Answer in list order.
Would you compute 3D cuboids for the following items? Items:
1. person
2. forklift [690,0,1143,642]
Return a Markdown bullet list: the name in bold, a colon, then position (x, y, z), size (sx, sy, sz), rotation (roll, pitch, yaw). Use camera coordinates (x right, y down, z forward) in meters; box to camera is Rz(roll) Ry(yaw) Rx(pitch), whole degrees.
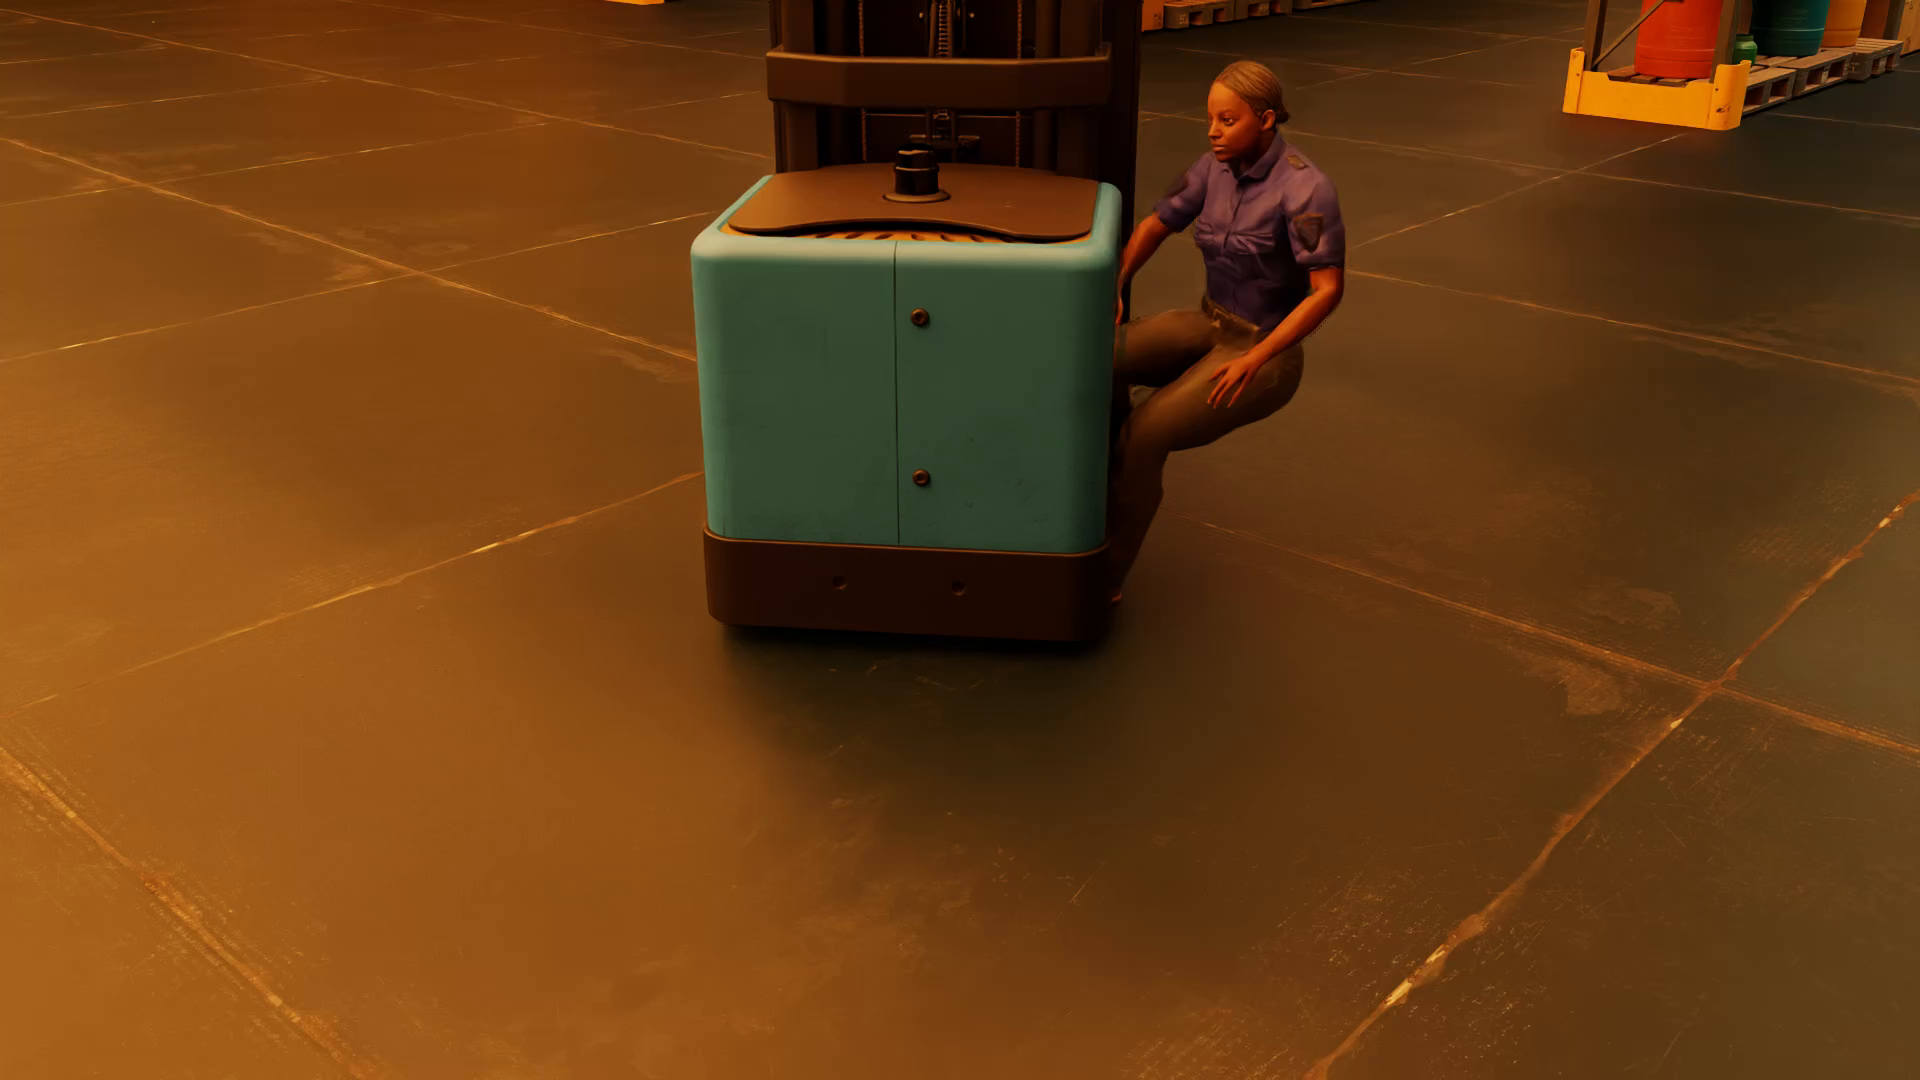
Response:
- **person**: position (0.527, -0.514, 4.304), size (0.800, 1.393, 0.721), rotation (-16, 28, -32)
- **forklift**: position (0.015, -1.641, 5.069), size (1.130, 2.935, 3.031), rotation (3, 24, 6)
